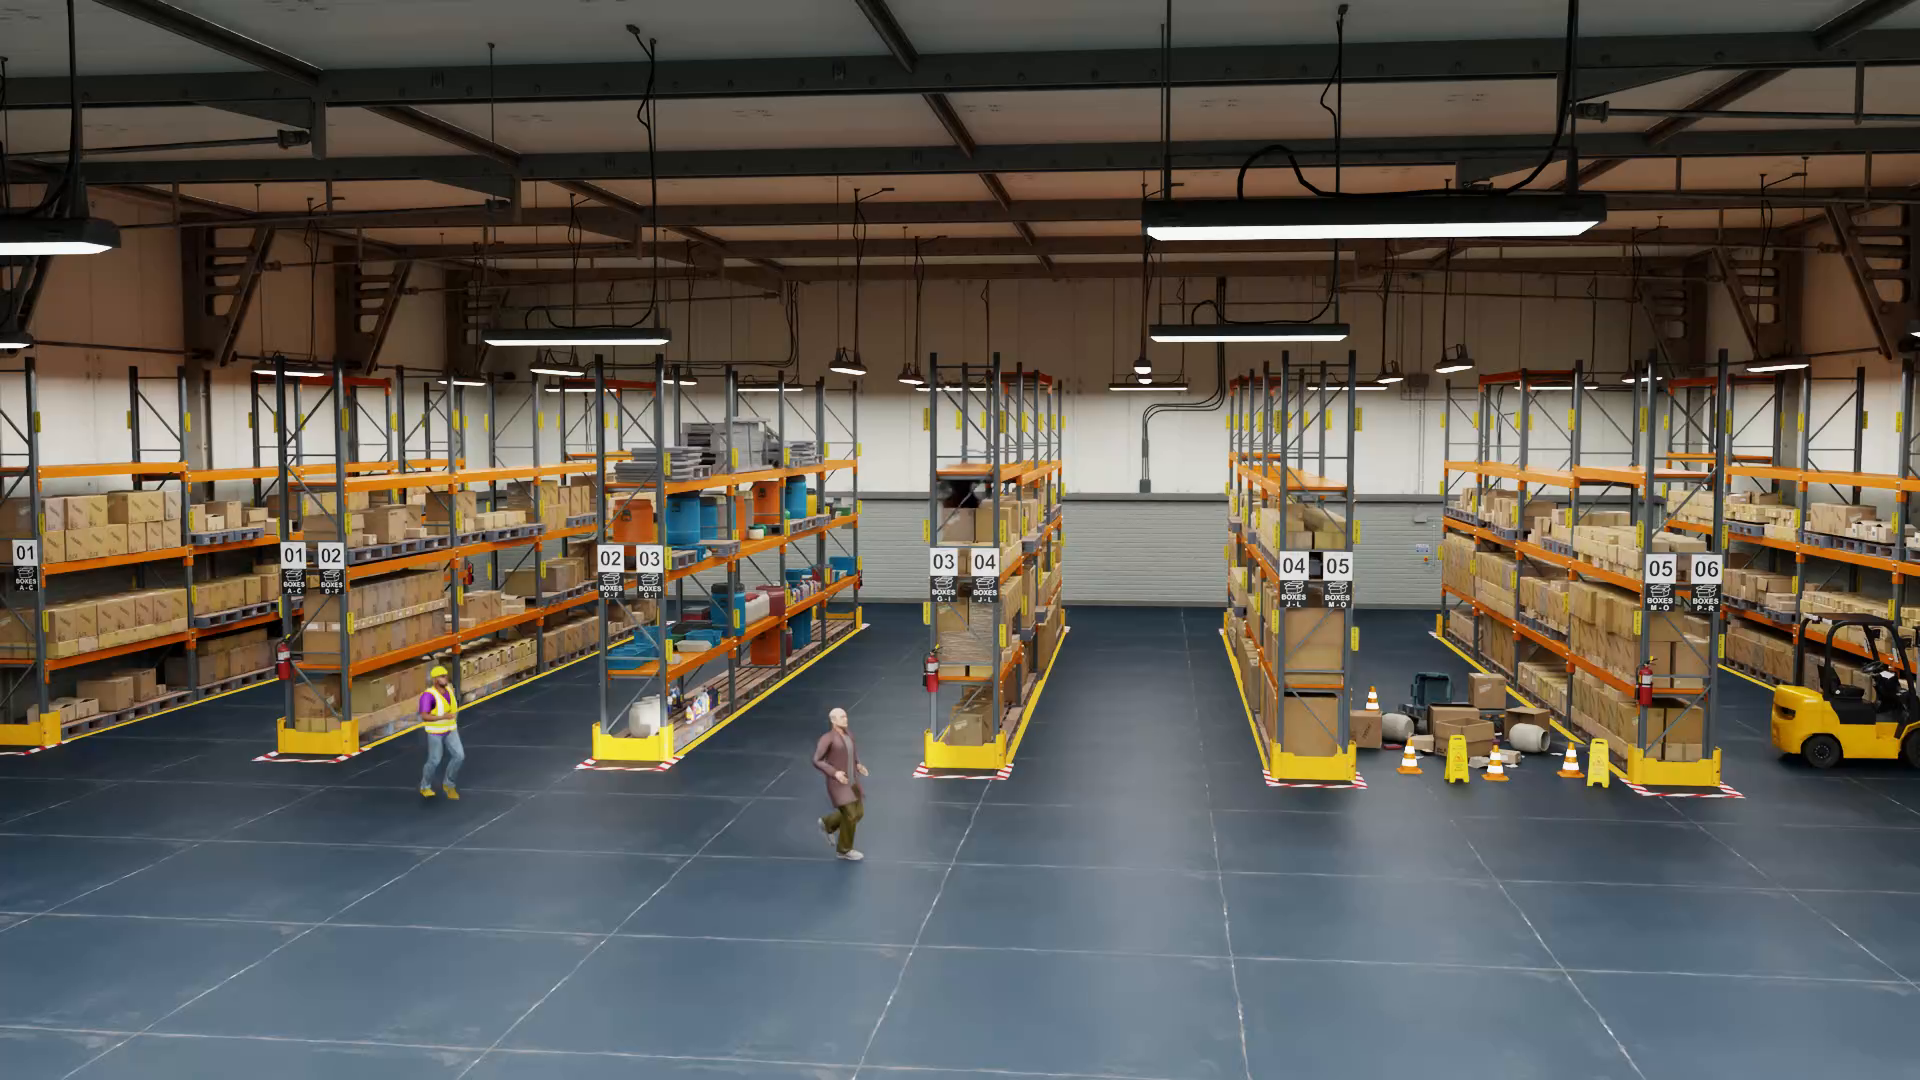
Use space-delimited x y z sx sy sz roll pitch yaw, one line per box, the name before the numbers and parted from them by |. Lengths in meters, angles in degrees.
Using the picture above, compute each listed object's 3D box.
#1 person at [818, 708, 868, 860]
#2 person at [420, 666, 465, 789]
person | -1.398 2.786 19.092 0.708 1.727 0.672 3 5 33
person | -6.847 2.491 21.962 0.742 1.653 0.693 2 5 31
